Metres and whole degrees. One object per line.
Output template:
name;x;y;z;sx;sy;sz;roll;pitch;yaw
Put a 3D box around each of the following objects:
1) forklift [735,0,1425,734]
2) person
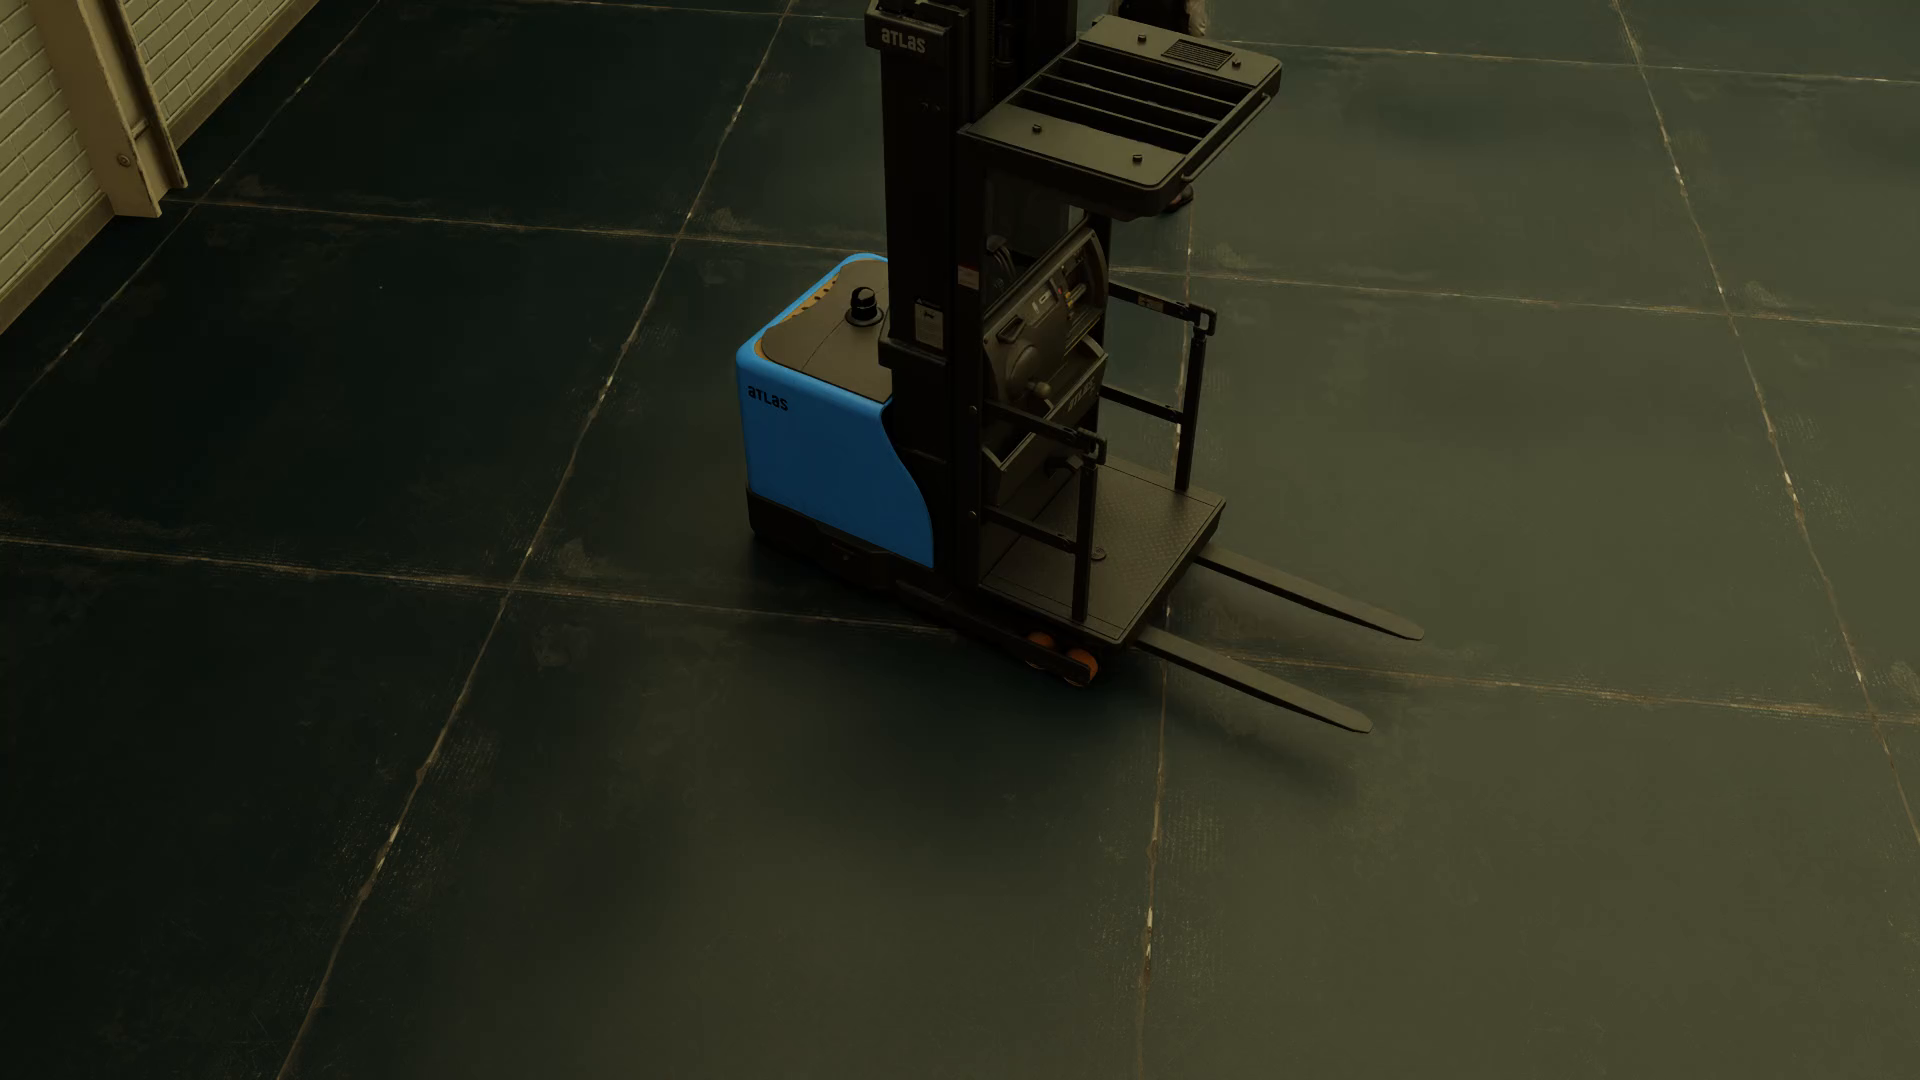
forklift;0.531;-0.861;6.661;3.031;2.935;1.130;22;47;22
person;1.108;-2.706;9.565;0.593;1.720;0.425;13;44;13
